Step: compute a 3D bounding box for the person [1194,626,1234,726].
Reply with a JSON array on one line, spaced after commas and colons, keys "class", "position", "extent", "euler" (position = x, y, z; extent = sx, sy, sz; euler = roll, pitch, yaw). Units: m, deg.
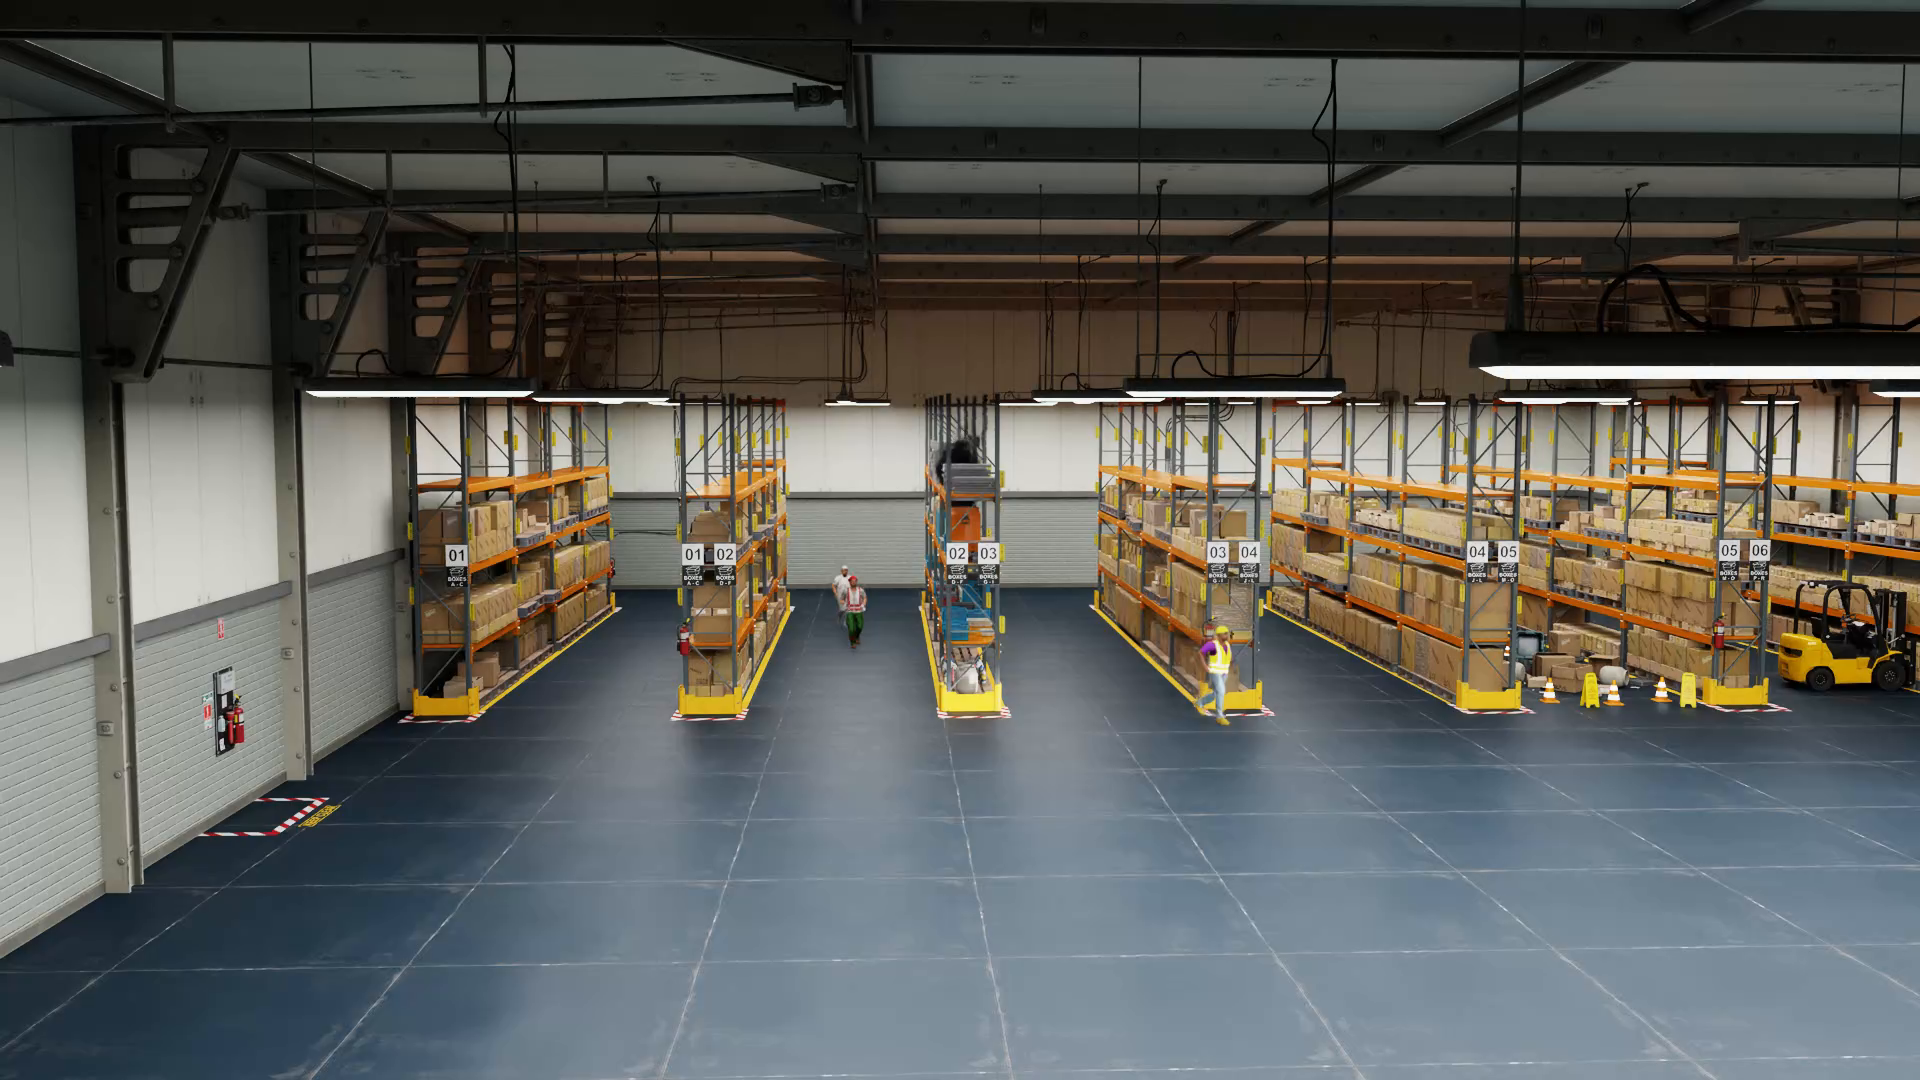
[{"class": "person", "position": [4.724, 2.449, 30.485], "extent": [0.736, 1.749, 0.925], "euler": [-4, 6, -42]}]

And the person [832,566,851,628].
[{"class": "person", "position": [-3.005, 1.492, 43.336], "extent": [0.599, 1.628, 0.537], "euler": [-1, 5, -15]}]

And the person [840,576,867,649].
[{"class": "person", "position": [-2.523, 1.722, 39.611], "extent": [0.650, 1.739, 0.605], "euler": [-1, 5, -10]}]
